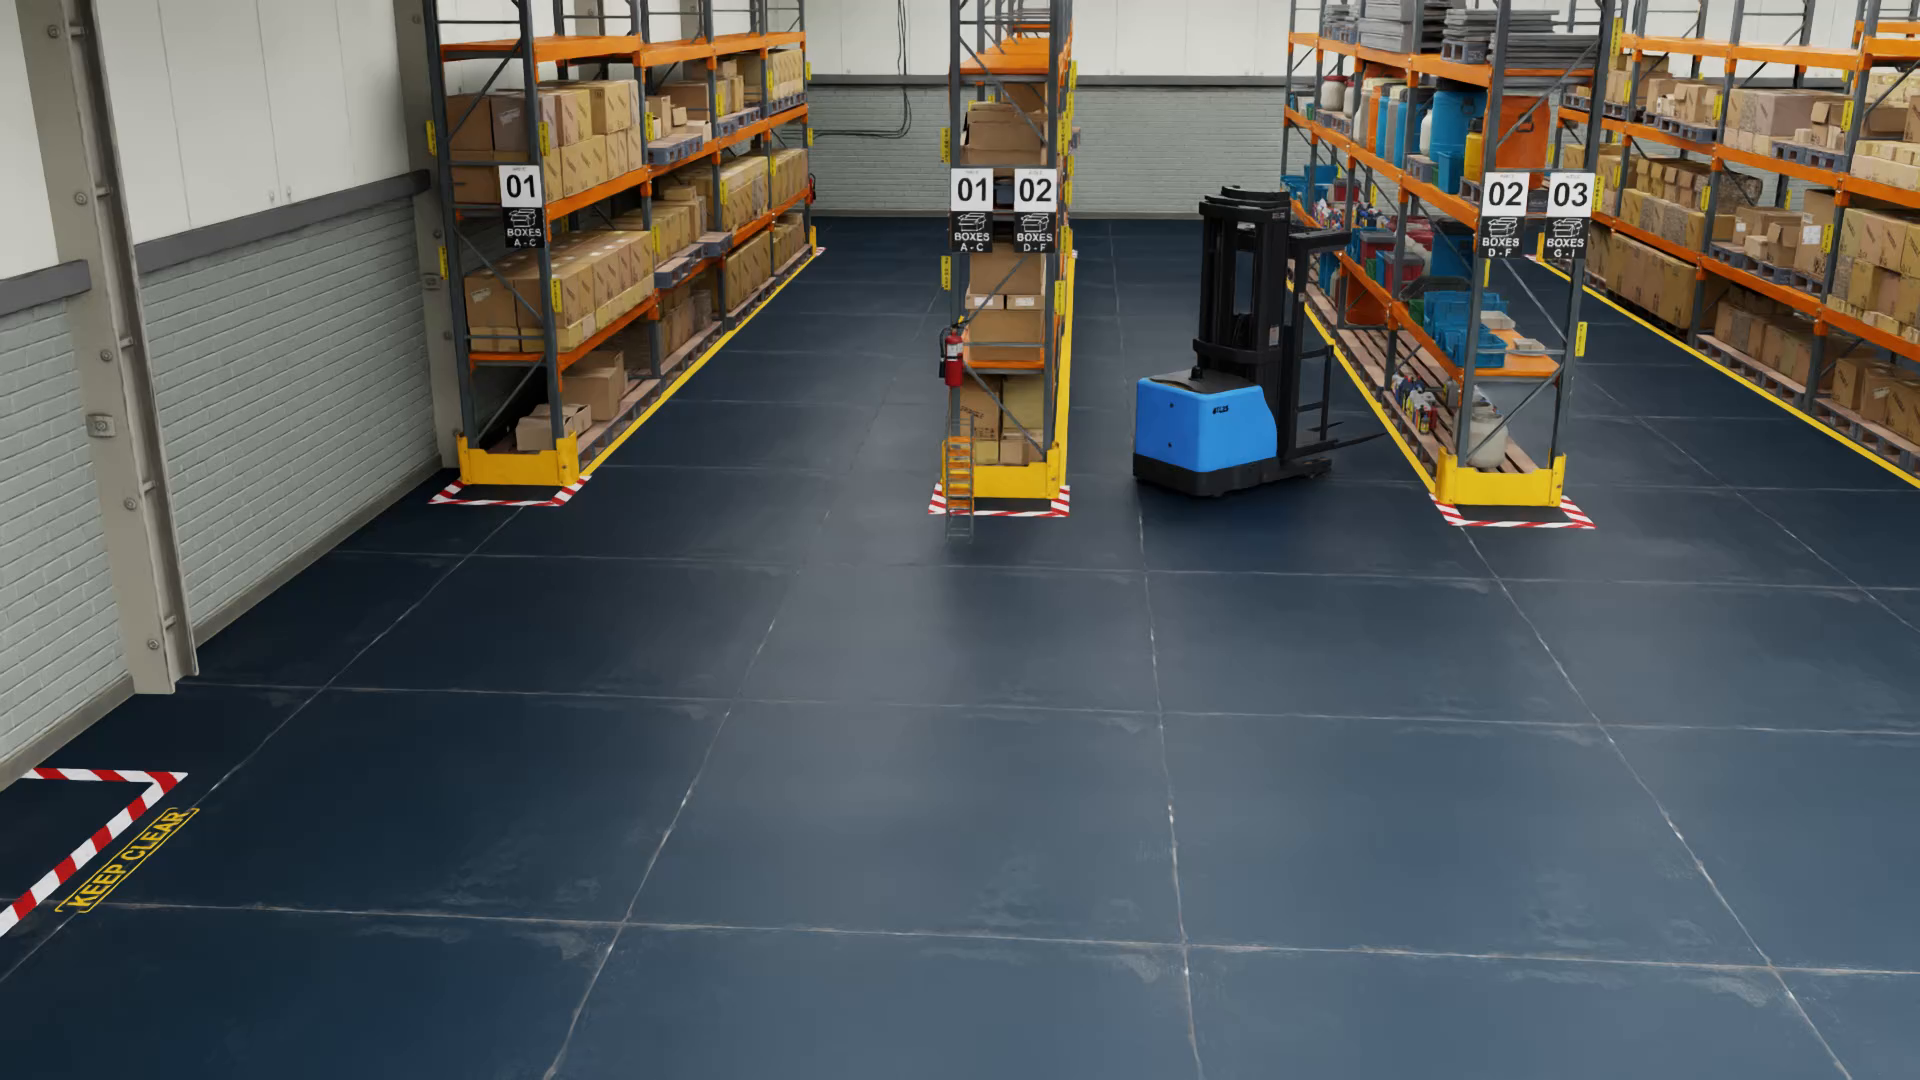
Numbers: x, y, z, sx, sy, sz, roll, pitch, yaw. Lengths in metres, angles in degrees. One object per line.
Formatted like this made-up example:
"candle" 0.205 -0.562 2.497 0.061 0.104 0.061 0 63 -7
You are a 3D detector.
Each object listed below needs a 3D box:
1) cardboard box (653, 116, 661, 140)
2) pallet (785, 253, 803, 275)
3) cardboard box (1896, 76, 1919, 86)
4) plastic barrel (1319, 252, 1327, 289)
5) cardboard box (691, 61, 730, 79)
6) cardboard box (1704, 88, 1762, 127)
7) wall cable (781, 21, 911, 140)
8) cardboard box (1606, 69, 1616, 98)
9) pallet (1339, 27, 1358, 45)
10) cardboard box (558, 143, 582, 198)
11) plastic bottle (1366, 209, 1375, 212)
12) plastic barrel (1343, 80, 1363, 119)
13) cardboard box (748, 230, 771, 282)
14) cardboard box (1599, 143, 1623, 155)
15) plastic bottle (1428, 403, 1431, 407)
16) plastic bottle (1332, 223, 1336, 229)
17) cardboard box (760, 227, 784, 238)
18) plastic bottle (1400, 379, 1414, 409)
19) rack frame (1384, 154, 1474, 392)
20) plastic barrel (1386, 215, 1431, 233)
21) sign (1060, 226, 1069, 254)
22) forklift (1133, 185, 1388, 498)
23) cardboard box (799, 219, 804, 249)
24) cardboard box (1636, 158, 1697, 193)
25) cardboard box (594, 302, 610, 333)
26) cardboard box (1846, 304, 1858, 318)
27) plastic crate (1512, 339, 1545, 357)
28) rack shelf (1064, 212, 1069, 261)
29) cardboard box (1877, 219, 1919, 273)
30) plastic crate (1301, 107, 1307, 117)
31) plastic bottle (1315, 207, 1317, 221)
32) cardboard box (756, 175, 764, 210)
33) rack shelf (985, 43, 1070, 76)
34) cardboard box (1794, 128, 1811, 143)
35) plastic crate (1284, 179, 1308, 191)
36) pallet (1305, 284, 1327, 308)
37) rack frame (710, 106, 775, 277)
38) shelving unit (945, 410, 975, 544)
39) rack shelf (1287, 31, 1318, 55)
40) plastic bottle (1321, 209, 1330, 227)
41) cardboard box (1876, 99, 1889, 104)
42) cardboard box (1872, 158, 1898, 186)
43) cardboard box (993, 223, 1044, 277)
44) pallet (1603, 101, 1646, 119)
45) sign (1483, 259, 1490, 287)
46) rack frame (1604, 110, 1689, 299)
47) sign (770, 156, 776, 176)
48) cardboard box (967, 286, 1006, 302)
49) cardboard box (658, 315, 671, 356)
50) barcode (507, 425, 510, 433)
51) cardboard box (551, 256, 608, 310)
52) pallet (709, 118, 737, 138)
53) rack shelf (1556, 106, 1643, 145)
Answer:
"cardboard box" -4.080 -5.199 20.950 0.500 0.311 0.500 2 18 6
"pallet" -3.452 -5.031 30.264 1.003 0.211 1.213 1 18 4
"cardboard box" 15.988 -7.714 27.955 0.380 0.149 0.250 2 18 6
"plastic barrel" 6.156 -4.554 27.027 0.600 0.901 0.708 1 18 4
"cardboard box" -3.888 -7.338 25.938 0.500 0.250 0.500 1 18 2
"cardboard box" 10.838 -6.033 23.186 0.797 0.503 0.637 2 18 7
"wall cable" -2.621 -10.108 36.632 3.097 2.526 0.112 1 18 4
"cardboard box" 11.371 -7.700 28.120 0.700 0.500 0.500 2 18 6
"pallet" 6.008 -7.072 23.328 1.213 0.211 1.003 1 18 4
"cardboard box" -4.182 -3.761 16.902 0.500 0.500 0.500 2 18 8
"plastic bottle" 6.444 -5.062 26.080 0.152 0.276 0.135 1 18 4
"plastic barrel" 5.902 -6.522 24.626 0.433 0.535 0.433 0 18 0
"cardboard box" -3.586 -4.715 27.599 0.750 0.750 0.750 1 18 5
"cardboard box" 11.666 -6.921 30.115 0.500 0.500 0.500 2 18 5
"plastic bottle" 5.233 -1.436 18.603 0.097 0.201 0.097 0 18 0
"plastic bottle" 5.621 -4.638 24.905 0.097 0.201 0.097 0 18 0
"cardboard box" -3.307 -5.394 29.192 0.380 0.149 0.250 2 18 6
"plastic bottle" 5.153 -1.686 19.126 0.144 0.351 0.185 1 18 2
"rack frame" 5.639 -3.036 19.697 1.000 3.000 0.127 1 18 4
"plastic barrel" 6.194 -4.192 23.007 0.600 0.536 0.708 1 18 4
"sign" 1.252 -3.585 19.855 0.100 0.325 0.005 1 18 4
"forklift" 3.254 -2.157 17.124 3.031 2.935 1.130 -13 22 -35
"cardboard box" -3.333 -5.776 31.400 0.700 0.500 0.500 1 18 4
"cardboard box" 11.115 -5.735 26.165 0.797 0.503 0.637 1 18 2
"cardboard box" -4.112 -2.417 18.018 0.500 0.250 0.500 1 18 3
"cardboard box" 10.242 -2.590 18.741 0.380 0.149 0.250 1 18 4
"plastic crate" 5.737 -1.939 16.773 0.298 0.136 0.250 1 18 4
"rack shelf" 1.128 -4.669 25.837 1.077 0.370 4.000 1 18 4
"cardboard box" 10.222 -3.145 17.785 0.500 0.500 0.500 1 18 4
"plastic crate" 5.924 -7.224 28.086 0.293 0.136 0.466 1 18 4
"plastic bottle" 5.754 -5.247 26.652 0.097 0.271 0.097 0 18 0
"cardboard box" -3.478 -5.632 26.951 0.500 0.500 0.500 1 18 4
"rack shelf" 0.842 -6.088 21.174 1.077 0.370 4.000 1 18 4
"cardboard box" 10.614 -5.024 20.648 0.380 0.166 0.250 1 18 2
"plastic crate" 6.106 -6.438 30.253 0.416 0.233 0.300 1 18 4
"pallet" 6.115 -3.957 26.986 1.003 0.211 1.213 1 18 4
"rack frame" -3.669 -5.742 27.955 1.000 3.000 0.127 1 18 4
"shelving unit" -0.001 -0.566 15.049 0.258 1.200 0.189 1 18 4
"rack shelf" 6.356 -8.460 28.416 1.077 0.370 4.000 1 18 4
"plastic bottle" 5.733 -5.039 26.009 0.152 0.276 0.135 1 18 4
"cardboard box" 16.026 -7.407 28.461 0.500 0.250 0.500 1 18 2
"cardboard box" 10.258 -3.981 18.005 0.500 0.250 0.500 1 18 3
"cardboard box" 0.529 -3.050 17.498 0.700 0.500 0.500 1 18 4
"pallet" 11.222 -7.047 27.264 1.003 0.211 1.213 1 18 4
"sign" 6.187 -3.152 19.606 0.100 0.325 0.005 1 18 4
"rack frame" 11.152 -5.410 26.943 1.000 3.000 0.127 1 18 4
"sign" -3.127 -6.245 27.759 0.100 0.325 0.005 1 18 4
"cardboard box" 0.266 -2.465 16.754 0.380 0.149 0.250 2 18 5
"cardboard box" -4.220 -2.669 21.885 0.700 0.500 0.500 1 18 3
"barcode" -4.788 -1.178 17.624 0.001 0.075 0.075 1 18 4
"cardboard box" -4.107 -2.764 17.874 0.500 0.500 0.500 1 18 2
"pallet" -3.963 -6.036 24.340 1.213 0.211 1.003 2 18 6
"rack shelf" 11.296 -7.115 28.483 1.077 0.370 4.000 1 18 4
